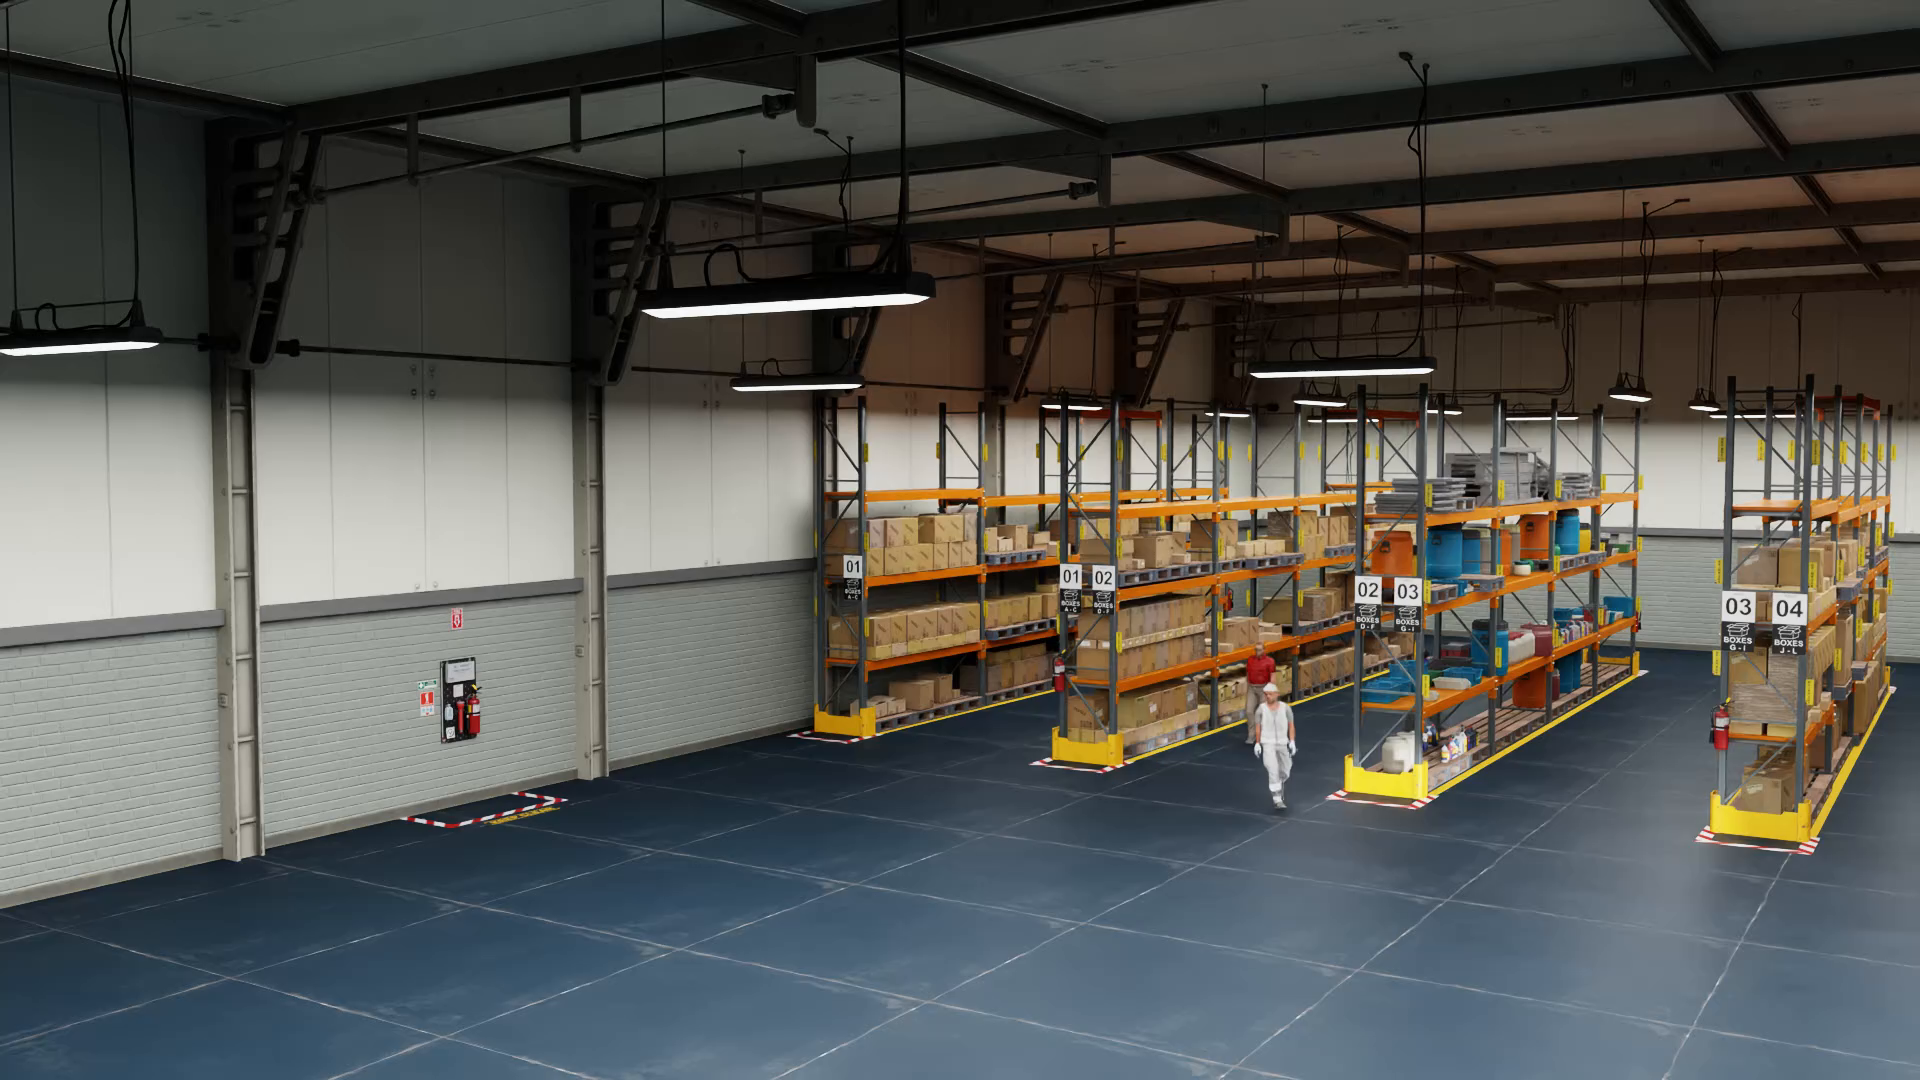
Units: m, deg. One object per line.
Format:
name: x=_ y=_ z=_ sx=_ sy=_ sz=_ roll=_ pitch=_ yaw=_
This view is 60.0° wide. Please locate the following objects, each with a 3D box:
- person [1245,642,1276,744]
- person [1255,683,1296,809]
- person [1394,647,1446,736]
person: x=5.176 y=2.654 z=28.737 sx=0.585 sy=1.791 sz=0.553 roll=2 pitch=4 yaw=34
person: x=4.472 y=2.897 z=23.567 sx=0.538 sy=1.733 sz=0.954 roll=0 pitch=3 yaw=-2
person: x=8.041 y=2.654 z=29.008 sx=0.886 sy=1.610 sz=0.470 roll=2 pitch=3 yaw=27
